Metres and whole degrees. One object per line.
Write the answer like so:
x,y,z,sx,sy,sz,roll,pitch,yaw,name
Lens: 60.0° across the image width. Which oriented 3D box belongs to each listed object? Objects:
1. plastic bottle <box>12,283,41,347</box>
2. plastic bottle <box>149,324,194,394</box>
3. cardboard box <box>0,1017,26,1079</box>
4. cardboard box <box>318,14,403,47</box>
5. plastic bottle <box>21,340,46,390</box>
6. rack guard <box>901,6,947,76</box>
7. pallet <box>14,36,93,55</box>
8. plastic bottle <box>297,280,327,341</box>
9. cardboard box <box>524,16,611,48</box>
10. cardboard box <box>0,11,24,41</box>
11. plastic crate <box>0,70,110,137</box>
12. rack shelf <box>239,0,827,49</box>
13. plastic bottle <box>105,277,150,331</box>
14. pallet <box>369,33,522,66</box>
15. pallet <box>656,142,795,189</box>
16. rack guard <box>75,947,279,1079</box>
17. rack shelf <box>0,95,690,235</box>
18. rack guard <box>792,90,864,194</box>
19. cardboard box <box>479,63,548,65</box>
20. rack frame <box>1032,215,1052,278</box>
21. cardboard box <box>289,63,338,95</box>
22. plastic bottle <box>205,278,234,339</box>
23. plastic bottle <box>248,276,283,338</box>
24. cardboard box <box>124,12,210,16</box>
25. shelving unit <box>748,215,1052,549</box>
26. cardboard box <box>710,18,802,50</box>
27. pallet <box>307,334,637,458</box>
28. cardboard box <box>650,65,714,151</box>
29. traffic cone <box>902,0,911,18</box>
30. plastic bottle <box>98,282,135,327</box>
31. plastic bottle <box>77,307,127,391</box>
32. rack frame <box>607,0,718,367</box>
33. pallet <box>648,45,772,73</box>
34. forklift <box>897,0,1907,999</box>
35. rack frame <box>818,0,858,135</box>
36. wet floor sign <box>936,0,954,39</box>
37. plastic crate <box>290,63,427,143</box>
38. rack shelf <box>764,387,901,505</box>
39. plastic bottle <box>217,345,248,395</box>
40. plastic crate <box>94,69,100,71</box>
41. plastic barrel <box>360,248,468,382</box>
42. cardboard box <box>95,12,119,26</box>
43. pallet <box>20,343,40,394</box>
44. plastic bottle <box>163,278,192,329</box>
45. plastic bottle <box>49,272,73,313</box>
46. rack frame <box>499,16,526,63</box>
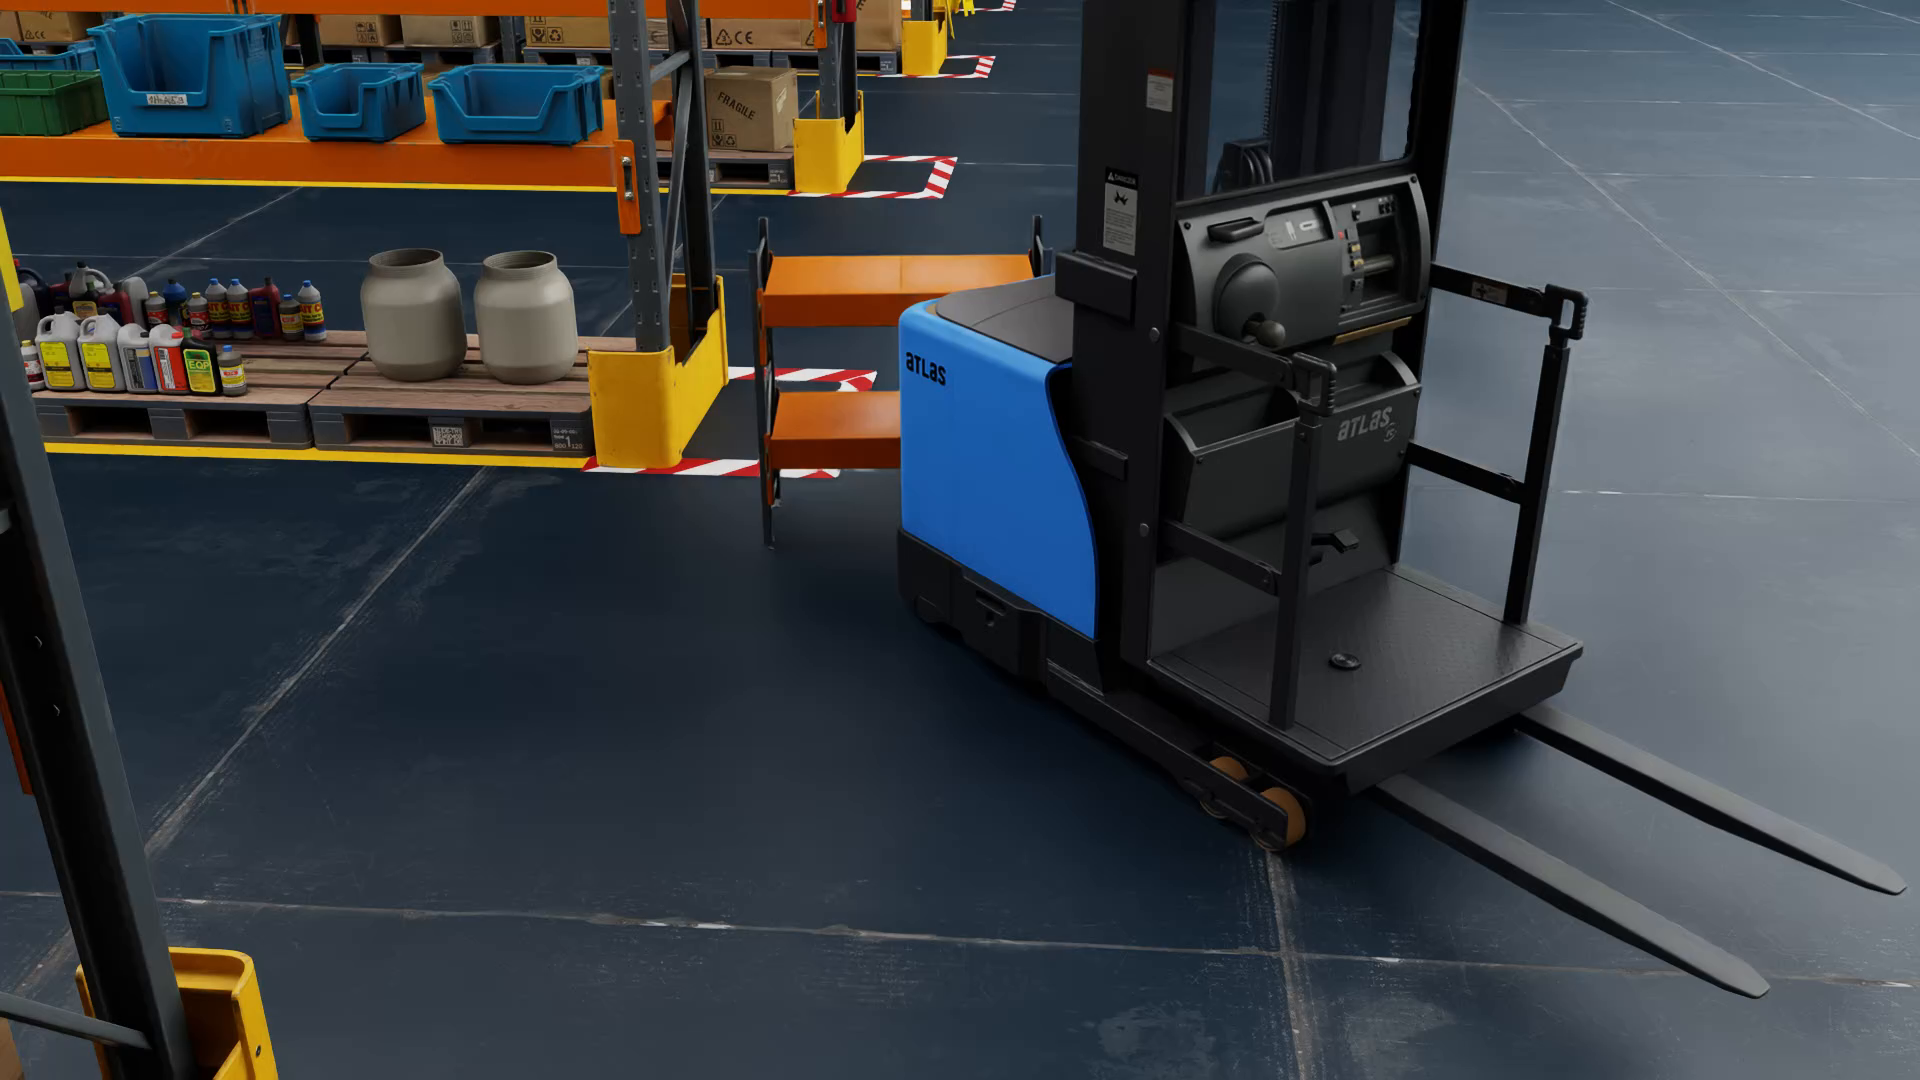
-4.348,-1.042,7.658,0.135,0.276,0.152,2,25,4,plastic bottle
-3.343,-0.779,7.086,0.135,0.276,0.152,2,25,4,plastic bottle
-2.129,1.092,3.075,0.500,0.250,0.500,2,25,4,cardboard box
-5.945,-5.361,16.500,0.750,0.750,1.050,2,25,4,cardboard box
-3.975,-0.754,7.121,0.097,0.201,0.097,0,25,0,plastic bottle
-0.345,-4.913,16.328,0.348,0.500,1.175,2,25,4,rack guard
-9.125,-5.064,17.002,1.213,0.211,1.003,2,25,4,pallet
-3.013,-1.069,7.722,0.097,0.271,0.097,0,25,0,plastic bottle
-3.736,-5.353,16.335,0.875,0.875,0.875,2,25,5,cardboard box
-9.539,-5.290,16.647,0.500,0.500,0.500,3,25,6,cardboard box
-3.885,-1.791,6.808,0.662,0.188,0.450,2,25,4,plastic crate
-2.844,-3.722,11.611,4.000,0.370,1.077,2,25,4,rack shelf
-3.878,-1.087,7.757,0.135,0.276,0.152,2,25,5,plastic bottle
-5.133,-4.903,16.654,1.213,0.211,1.003,2,25,4,pallet
-1.733,-2.761,11.998,1.213,0.211,1.003,2,25,4,pallet
-1.588,1.280,2.870,0.348,0.500,1.175,2,25,4,rack guard
-3.223,-1.658,7.125,4.000,0.370,1.077,2,25,4,rack shelf
-0.925,-2.852,11.850,0.348,0.500,1.175,2,25,4,rack guard
-3.245,-3.136,11.966,0.500,0.500,0.500,0,25,-1,cardboard box
0.295,-0.595,6.198,0.032,1.125,0.500,-1,25,-2,rack frame
-4.442,-3.139,11.971,0.500,0.500,0.500,1,25,2,cardboard box
-3.454,-1.083,7.753,0.097,0.271,0.097,0,25,0,plastic bottle
-3.237,-1.089,7.752,0.133,0.283,0.061,2,25,5,plastic bottle
-7.745,-5.417,16.622,0.750,0.750,1.050,2,25,3,cardboard box
-0.213,-0.588,6.183,1.048,1.125,0.538,-1,25,-2,shelving unit
-1.928,-5.296,16.210,0.875,0.875,0.875,1,25,3,cardboard box
-2.118,-0.665,7.442,1.213,0.211,1.003,2,25,4,pallet
-2.070,-3.072,11.826,0.500,0.500,0.500,8,26,18,cardboard box
-0.618,-6.439,19.690,0.334,0.463,0.336,2,25,4,traffic cone
-3.885,-1.046,7.659,0.133,0.283,0.061,2,25,4,plastic bottle
-3.646,-0.821,7.088,0.185,0.351,0.144,3,25,6,plastic bottle
-1.229,-1.921,6.836,0.127,3.000,1.000,2,25,4,rack frame
-2.385,-4.815,16.462,1.213,0.211,1.003,2,25,4,pallet
1.073,-0.733,4.338,1.130,2.935,3.031,-17,30,-33,forklift
-0.850,-3.985,11.322,0.127,3.000,1.000,2,25,4,rack frame
-0.189,-5.804,18.091,0.232,0.644,0.267,-2,25,-5,wet floor sign
-2.398,-1.768,6.681,0.408,0.251,0.499,2,25,4,plastic crate
-0.213,-0.366,6.285,1.000,0.278,0.538,-1,25,-2,rack shelf
-3.094,-0.725,7.059,0.097,0.201,0.097,0,25,0,plastic bottle
-3.579,-1.982,7.285,0.437,0.136,0.530,2,25,4,plastic crate
-2.391,-0.986,7.279,0.421,0.512,0.421,0,25,0,plastic barrel
-9.031,-5.489,17.079,0.500,0.500,0.500,1,25,2,cardboard box
-4.551,-0.743,7.612,1.213,0.211,1.003,2,25,4,pallet
-3.656,-1.090,7.767,0.097,0.271,0.097,0,25,0,plastic bottle
-4.196,-1.120,7.819,0.133,0.283,0.061,3,25,8,plastic bottle
-4.357,-6.177,16.086,0.127,3.000,1.000,2,25,4,rack frame
